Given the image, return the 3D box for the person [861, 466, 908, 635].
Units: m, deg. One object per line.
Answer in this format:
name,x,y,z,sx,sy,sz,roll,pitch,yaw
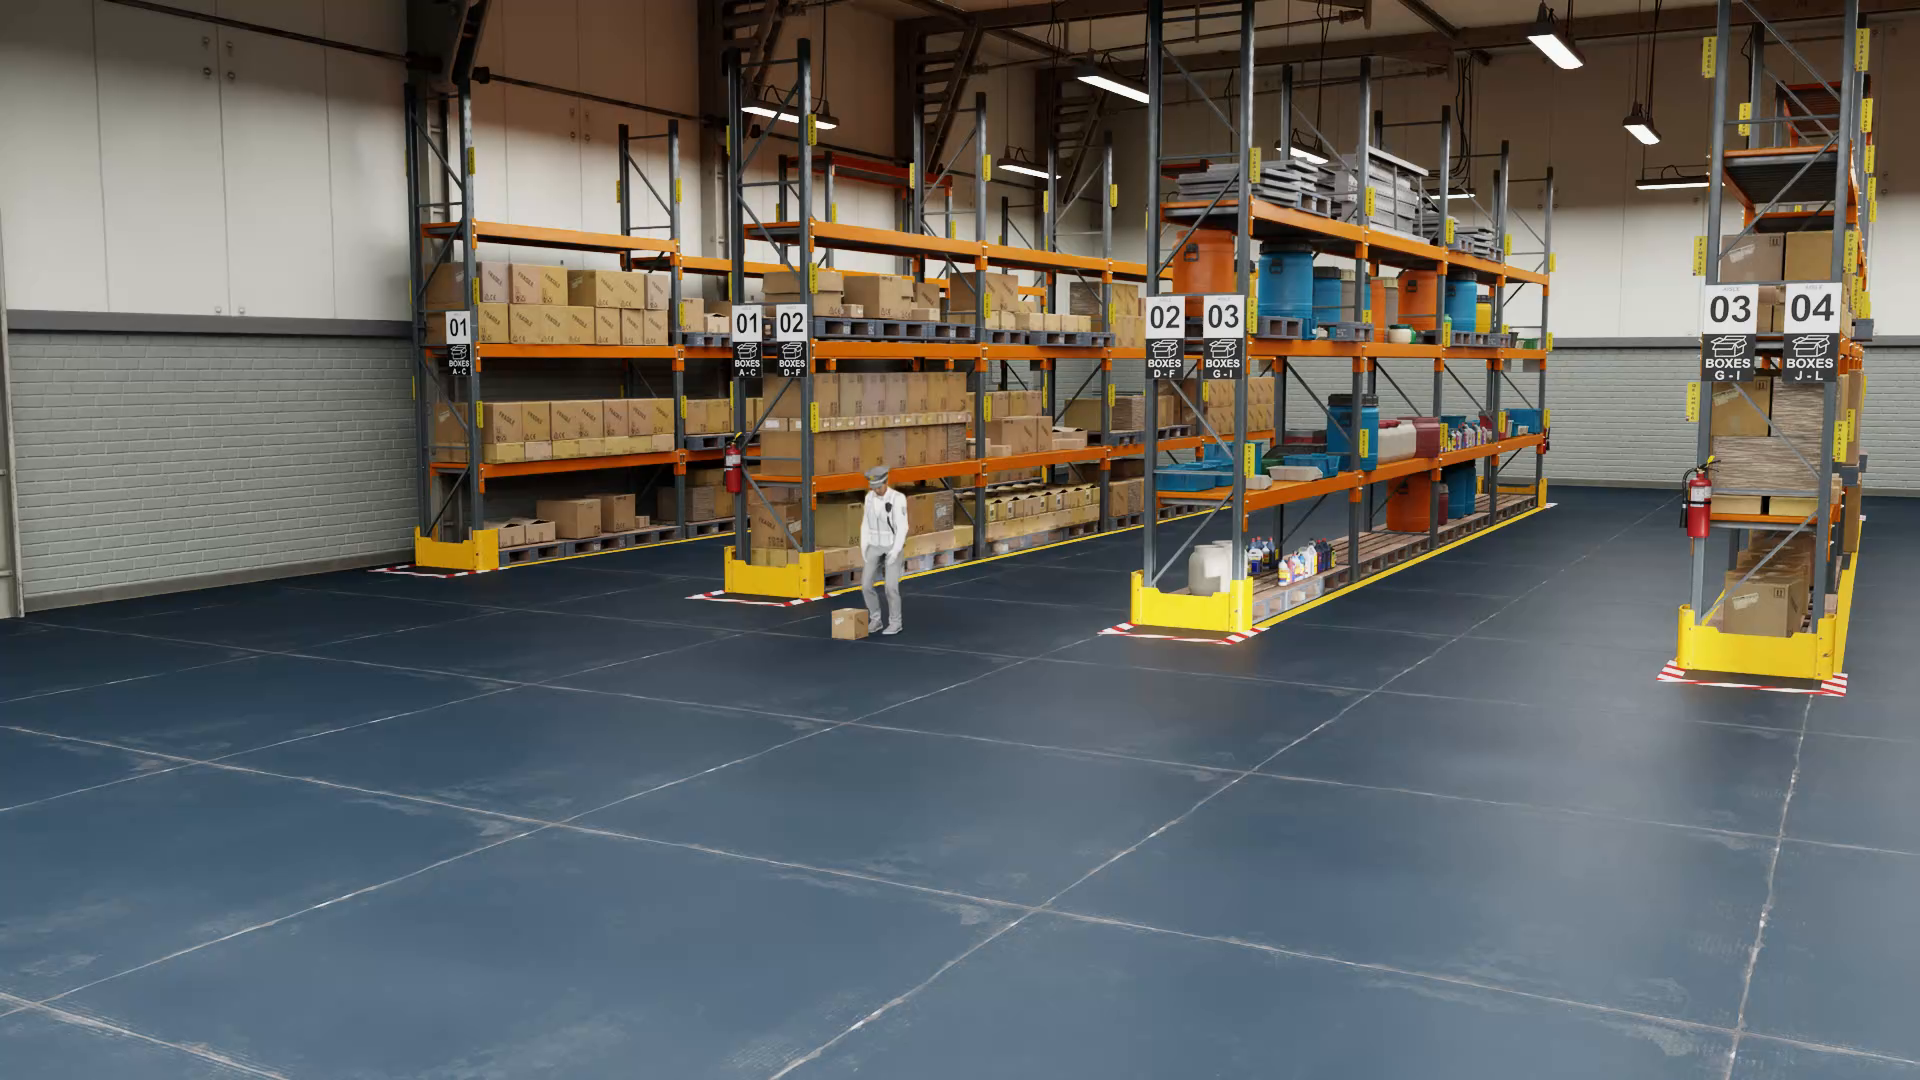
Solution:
person,-0.721,0.095,15.827,0.508,1.605,0.485,4,7,30
